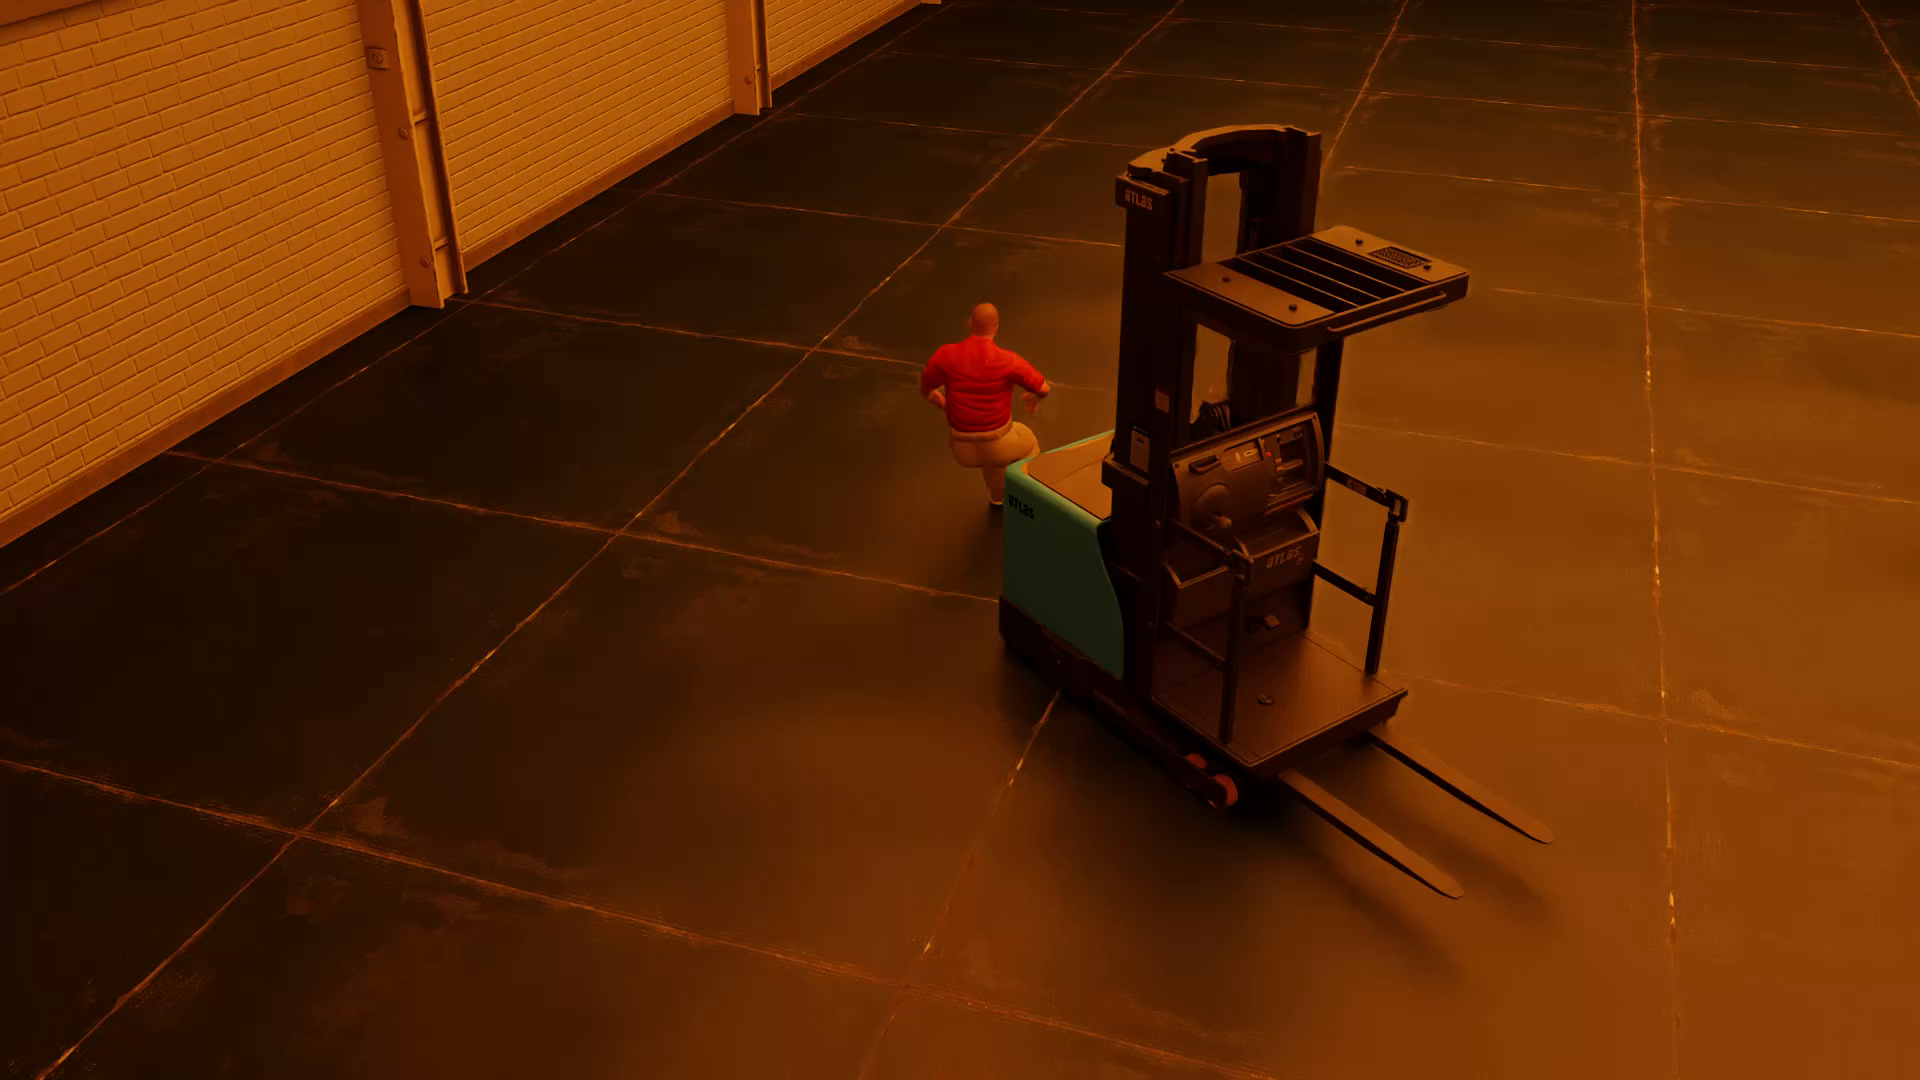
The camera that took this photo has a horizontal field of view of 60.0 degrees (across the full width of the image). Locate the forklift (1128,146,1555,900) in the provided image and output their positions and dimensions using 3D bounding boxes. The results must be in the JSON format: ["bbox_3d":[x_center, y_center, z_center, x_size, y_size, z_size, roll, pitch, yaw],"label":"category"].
[{"bbox_3d":[1.525,-0.219,7.585,1.101,2.867,2.884,-19,35,-30],"label":"forklift"}]
